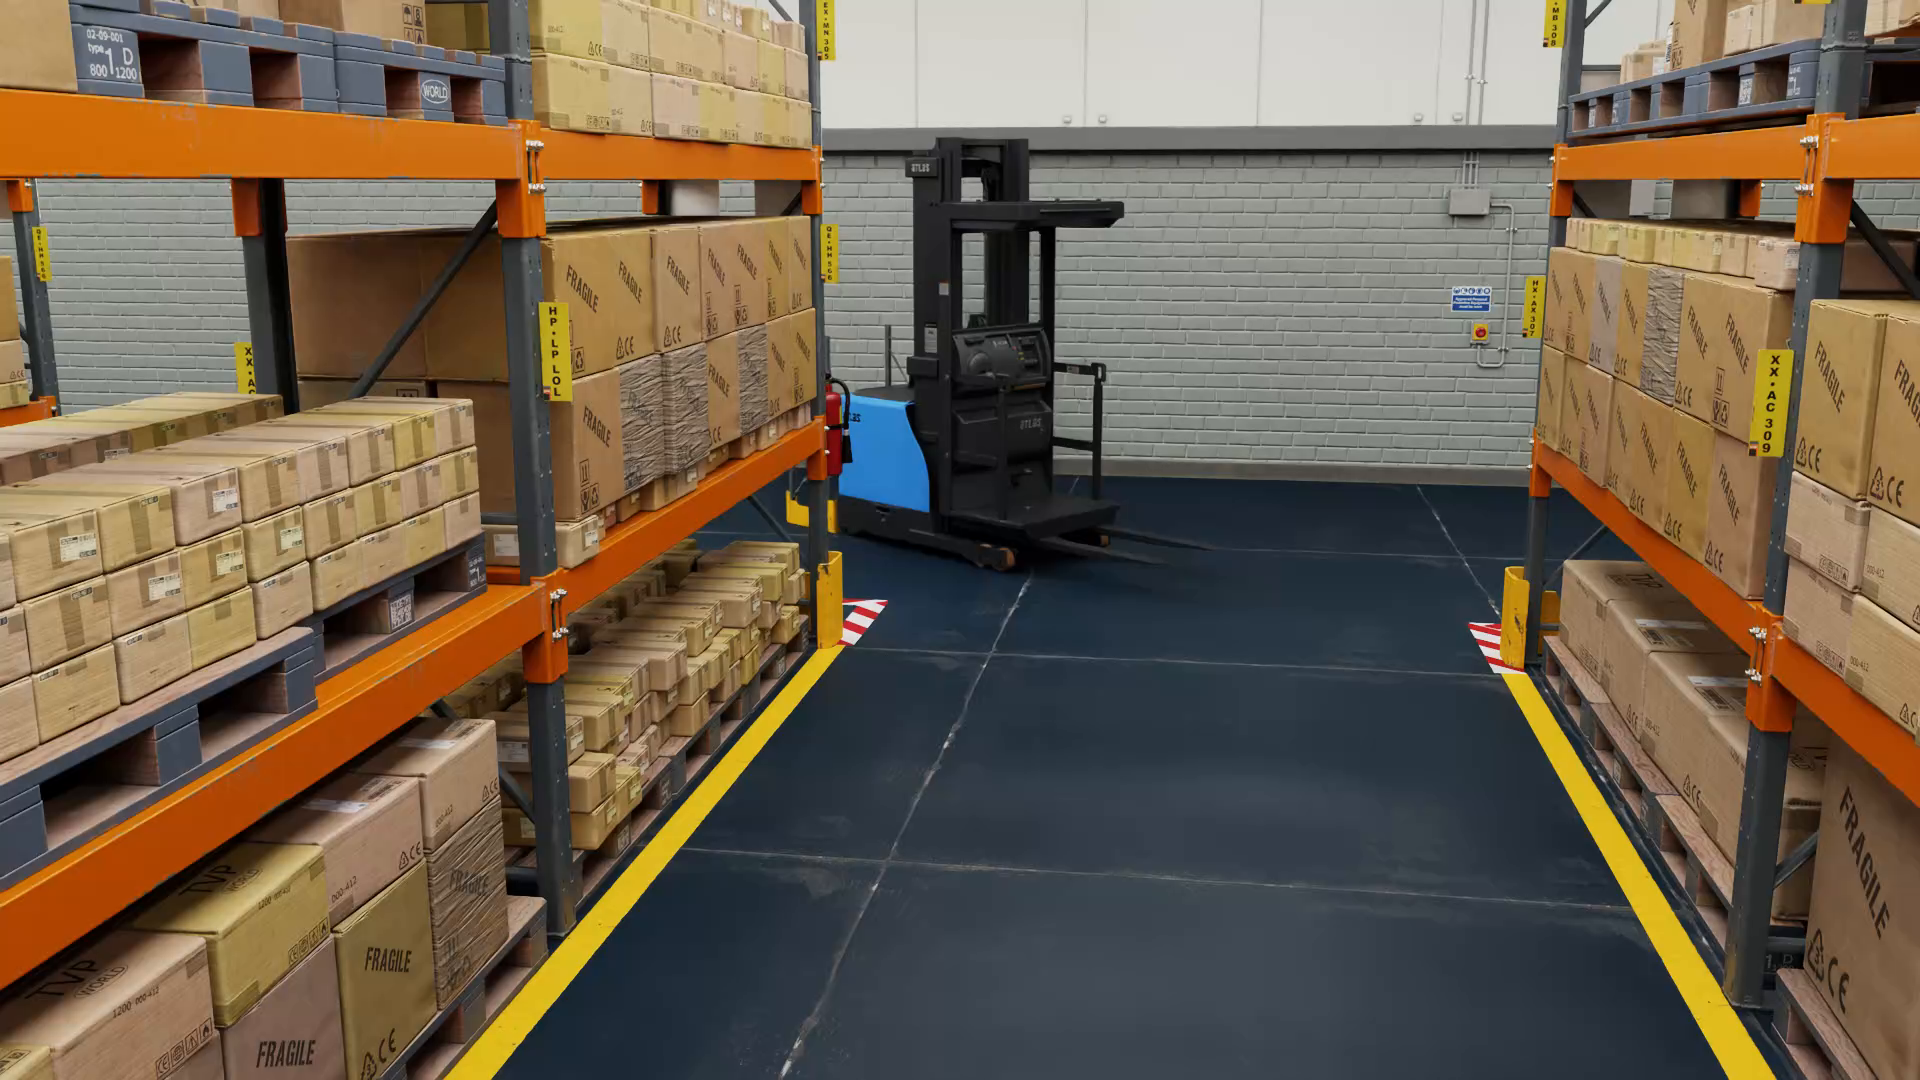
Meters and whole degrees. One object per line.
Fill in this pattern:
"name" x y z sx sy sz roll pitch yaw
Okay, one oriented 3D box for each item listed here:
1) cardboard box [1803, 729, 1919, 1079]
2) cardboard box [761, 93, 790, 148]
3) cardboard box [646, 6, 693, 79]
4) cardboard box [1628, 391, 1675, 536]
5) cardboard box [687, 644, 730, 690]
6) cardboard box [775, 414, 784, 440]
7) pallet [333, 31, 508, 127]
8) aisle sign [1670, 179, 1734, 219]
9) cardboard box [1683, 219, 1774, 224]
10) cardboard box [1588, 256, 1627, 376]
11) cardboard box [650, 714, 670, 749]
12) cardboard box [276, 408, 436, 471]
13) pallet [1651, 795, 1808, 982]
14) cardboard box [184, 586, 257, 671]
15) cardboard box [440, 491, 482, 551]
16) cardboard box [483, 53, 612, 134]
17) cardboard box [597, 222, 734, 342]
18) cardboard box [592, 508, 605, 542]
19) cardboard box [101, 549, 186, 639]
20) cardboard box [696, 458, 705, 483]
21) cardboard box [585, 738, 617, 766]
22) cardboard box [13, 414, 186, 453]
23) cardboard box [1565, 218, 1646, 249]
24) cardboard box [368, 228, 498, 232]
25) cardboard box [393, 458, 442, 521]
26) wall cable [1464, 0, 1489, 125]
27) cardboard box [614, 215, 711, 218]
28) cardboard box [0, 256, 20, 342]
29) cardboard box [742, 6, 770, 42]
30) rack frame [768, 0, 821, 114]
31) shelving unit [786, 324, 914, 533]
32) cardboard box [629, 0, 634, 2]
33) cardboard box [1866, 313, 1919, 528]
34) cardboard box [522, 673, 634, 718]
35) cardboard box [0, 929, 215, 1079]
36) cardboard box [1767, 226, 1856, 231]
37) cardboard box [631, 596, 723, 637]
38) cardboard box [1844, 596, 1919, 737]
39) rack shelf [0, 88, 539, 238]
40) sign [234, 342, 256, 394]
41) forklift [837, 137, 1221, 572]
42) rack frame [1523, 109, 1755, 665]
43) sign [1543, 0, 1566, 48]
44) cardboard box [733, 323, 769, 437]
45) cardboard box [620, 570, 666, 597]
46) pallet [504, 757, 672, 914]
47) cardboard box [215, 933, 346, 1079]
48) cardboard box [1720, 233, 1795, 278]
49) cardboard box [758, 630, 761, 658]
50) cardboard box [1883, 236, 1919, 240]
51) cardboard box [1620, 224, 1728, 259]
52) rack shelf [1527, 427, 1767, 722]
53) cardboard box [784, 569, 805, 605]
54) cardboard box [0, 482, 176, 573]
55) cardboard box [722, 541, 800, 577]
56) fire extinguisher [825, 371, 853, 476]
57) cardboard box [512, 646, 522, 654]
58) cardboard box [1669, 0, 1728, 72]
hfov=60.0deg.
"cardboard box" 2.999 1.029 4.646 0.875 0.875 0.875 2 12 10
"cardboard box" -1.156 -2.091 8.314 0.500 0.250 0.500 2 12 9
"cardboard box" -1.408 -2.013 6.764 0.500 0.250 0.500 2 12 10
"cardboard box" 2.971 -0.302 6.538 0.500 0.500 0.500 2 12 8
"cardboard box" -1.293 0.581 7.740 0.380 0.149 0.250 2 12 9
"cardboard box" -1.146 -0.605 8.777 0.380 0.149 0.250 2 12 8
"pallet" -2.091 -1.325 4.847 1.213 0.211 1.003 2 12 9
"aisle sign" 3.948 -2.045 8.690 0.394 0.787 0.004 2 12 9
"cardboard box" 3.758 -1.489 8.131 0.380 0.149 0.250 2 12 10
"cardboard box" 3.131 -1.001 7.405 0.500 0.500 0.500 2 12 8
"cardboard box" -1.493 0.827 7.306 0.380 0.149 0.250 1 12 6
"cardboard box" -1.801 -0.303 4.966 0.380 0.149 0.250 2 12 7
"pallet" 3.210 1.271 6.093 1.003 0.211 1.213 2 12 9
"cardboard box" -1.954 0.202 4.033 0.380 0.149 0.250 2 12 11
"cardboard box" -1.757 -0.069 5.292 0.380 0.149 0.250 2 12 7
"cardboard box" -1.559 -1.556 5.831 0.500 0.250 0.500 3 12 12
"cardboard box" -1.328 -1.164 7.456 0.500 0.500 0.500 1 12 7
"cardboard box" -1.558 -0.057 6.235 0.380 0.149 0.250 2 12 10
"cardboard box" -1.999 0.111 3.753 0.380 0.149 0.250 2 12 11
"cardboard box" -1.374 -0.334 7.520 0.380 0.149 0.250 2 12 11
"cardboard box" -1.569 0.847 6.508 0.380 0.149 0.250 2 12 9
"cardboard box" -2.485 -0.270 4.814 0.380 0.149 0.250 2 12 9
"cardboard box" 3.303 -1.559 8.455 0.380 0.149 0.250 2 12 10
"cardboard box" -2.012 -0.973 6.571 0.500 0.500 0.500 1 12 7
"cardboard box" -1.797 -0.159 5.006 0.380 0.149 0.250 2 12 9
"wall cable" 4.227 -4.895 13.845 0.463 3.000 0.029 2 12 9
"cardboard box" -1.607 -1.506 9.046 0.500 0.500 0.500 2 12 8
"cardboard box" -5.977 -1.419 9.826 0.500 0.500 0.500 2 12 9
"cardboard box" -1.144 -2.502 8.084 0.380 0.149 0.250 2 12 10
"rack frame" -1.276 -3.841 8.955 1.000 3.000 0.127 2 12 9
"shelving unit" -0.787 -0.911 13.162 1.083 1.500 0.587 -11 17 -43
"cardboard box" -1.465 -2.123 6.326 0.380 0.149 0.250 2 12 7
"cardboard box" 2.613 -0.285 4.084 0.500 0.500 0.500 2 12 8
"cardboard box" -1.542 0.647 6.727 0.380 0.149 0.250 2 12 8
"cardboard box" -1.994 1.063 3.595 0.500 0.250 0.500 2 12 9
"cardboard box" 3.572 -1.221 6.888 0.380 0.149 0.250 2 12 10
"cardboard box" -1.356 0.377 7.981 0.380 0.149 0.250 1 12 7
"cardboard box" 2.609 0.328 4.207 0.500 0.250 0.500 2 12 7
"rack shelf" -2.199 -0.774 3.551 1.077 0.370 4.000 2 12 9
"sign" -2.429 -0.515 5.706 0.100 0.325 0.005 2 12 9
"forklift" 0.455 -1.336 11.735 1.130 2.935 3.031 -12 17 -43
"rack frame" 3.631 -0.769 8.941 1.000 3.000 0.127 2 12 9
"sign" 3.083 -2.720 8.613 0.100 0.325 0.005 2 12 9
"cardboard box" -1.244 -0.788 8.085 0.500 0.500 0.500 2 12 9
"cardboard box" -1.738 0.251 8.565 0.380 0.149 0.250 1 12 6
"pallet" -1.823 1.147 6.671 1.003 0.211 1.213 2 12 9
"cardboard box" -1.919 1.317 4.200 0.500 0.500 0.500 2 12 7
"cardboard box" 2.965 -1.022 5.963 0.380 0.149 0.250 2 12 8
"cardboard box" -1.241 0.557 8.557 0.380 0.149 0.250 2 12 9
"cardboard box" 3.342 -0.957 5.662 0.380 0.149 0.250 2 12 8
"cardboard box" 3.088 -1.289 7.204 0.380 0.149 0.250 2 12 9
"rack shelf" 3.323 -0.001 7.085 1.077 0.370 4.000 2 12 9
"cardboard box" -1.075 0.254 9.259 0.380 0.149 0.250 2 12 7
"cardboard box" -2.001 -0.031 3.707 0.380 0.149 0.250 2 12 8
"cardboard box" -1.107 0.108 9.231 0.380 0.149 0.250 2 12 9
"fire extinguisher" -0.781 -0.726 9.809 0.296 0.674 0.183 2 12 9
"cardboard box" -1.995 0.522 7.308 0.380 0.149 0.250 1 12 6
"cardboard box" 3.172 -2.123 6.635 0.500 0.500 0.500 2 12 10
